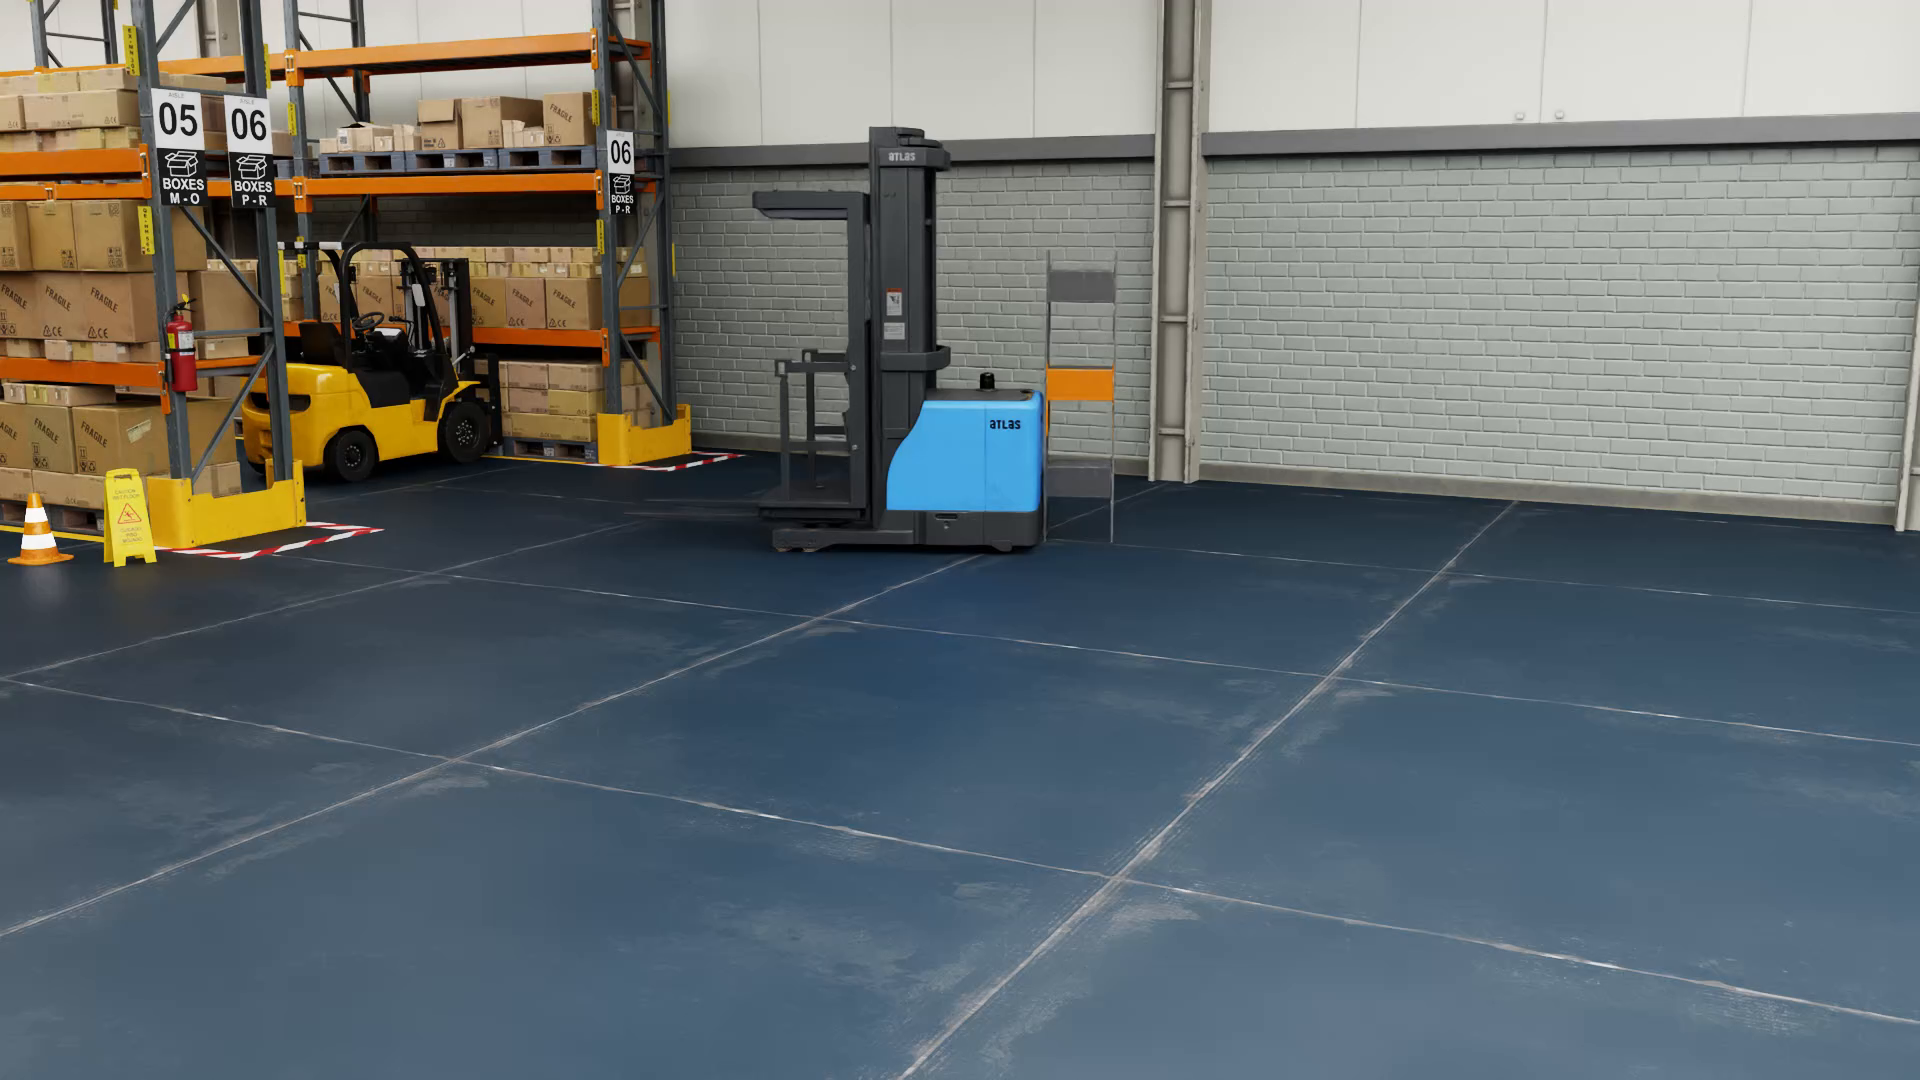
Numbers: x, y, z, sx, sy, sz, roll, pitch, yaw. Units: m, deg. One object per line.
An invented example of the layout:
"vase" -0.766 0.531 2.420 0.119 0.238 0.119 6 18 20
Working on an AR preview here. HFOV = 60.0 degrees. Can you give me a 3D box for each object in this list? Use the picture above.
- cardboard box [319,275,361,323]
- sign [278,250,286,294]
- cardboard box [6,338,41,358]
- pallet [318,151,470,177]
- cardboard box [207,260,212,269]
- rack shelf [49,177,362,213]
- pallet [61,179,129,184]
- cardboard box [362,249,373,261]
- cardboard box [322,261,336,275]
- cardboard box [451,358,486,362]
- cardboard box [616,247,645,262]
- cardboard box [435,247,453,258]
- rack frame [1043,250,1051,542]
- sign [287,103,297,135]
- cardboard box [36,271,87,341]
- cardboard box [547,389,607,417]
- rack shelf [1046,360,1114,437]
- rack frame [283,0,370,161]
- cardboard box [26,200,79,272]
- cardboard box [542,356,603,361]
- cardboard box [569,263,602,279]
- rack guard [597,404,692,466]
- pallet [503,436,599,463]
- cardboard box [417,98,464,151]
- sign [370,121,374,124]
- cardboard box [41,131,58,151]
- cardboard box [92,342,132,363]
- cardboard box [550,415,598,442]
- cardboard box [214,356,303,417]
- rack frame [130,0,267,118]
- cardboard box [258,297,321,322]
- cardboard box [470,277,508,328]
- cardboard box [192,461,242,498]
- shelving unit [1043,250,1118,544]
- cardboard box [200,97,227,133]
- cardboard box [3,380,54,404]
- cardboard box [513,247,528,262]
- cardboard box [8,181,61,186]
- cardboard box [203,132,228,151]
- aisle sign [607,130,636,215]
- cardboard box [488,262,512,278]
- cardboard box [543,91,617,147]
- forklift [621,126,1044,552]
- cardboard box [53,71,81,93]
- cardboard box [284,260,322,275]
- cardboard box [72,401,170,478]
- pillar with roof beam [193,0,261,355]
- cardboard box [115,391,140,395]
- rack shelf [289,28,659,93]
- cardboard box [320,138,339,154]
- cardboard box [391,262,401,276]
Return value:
"cardboard box" -6.493 -2.591 17.841 0.500 0.500 0.500 5 11 24
"sign" -5.142 -2.023 12.552 0.005 0.325 0.100 5 11 26
"cardboard box" -6.990 -1.471 12.642 0.250 0.149 0.380 5 11 25
"pallet" -6.000 -3.988 17.666 1.213 0.211 1.003 5 11 26
"cardboard box" -8.339 -3.074 18.690 0.250 0.149 0.380 5 11 26
"rack shelf" -8.569 -3.898 18.941 4.000 0.370 1.077 5 11 26
"pallet" -9.715 -4.277 19.548 1.003 0.211 1.213 6 12 28
"cardboard box" -6.114 -3.036 17.643 0.250 0.149 0.380 5 11 25
"cardboard box" -6.606 -2.919 17.836 0.250 0.149 0.380 5 11 25
"cardboard box" -5.108 -1.754 17.231 0.500 0.250 0.500 5 11 25
"cardboard box" -3.395 -2.878 16.774 0.250 0.149 0.380 5 11 25
"cardboard box" -5.200 -2.955 17.196 0.250 0.149 0.380 5 11 26
"rack frame" 0.635 -1.051 12.142 0.015 2.100 0.400 1 10 5
"sign" -7.007 -4.416 17.449 0.005 0.325 0.100 5 11 26
"cardboard box" -6.437 -1.744 12.330 0.500 0.500 0.500 5 11 26
"cardboard box" -3.764 -1.391 16.631 0.500 0.250 0.500 5 11 25
"rack shelf" 0.878 -1.034 12.121 0.480 0.518 0.431 1 10 5
"rack frame" -6.776 -5.570 17.739 0.127 3.000 1.000 5 11 26
"cardboard box" -6.387 -2.244 12.283 0.500 0.500 0.700 5 11 26
"cardboard box" -3.986 -1.755 17.241 0.500 0.250 0.500 5 11 26
"cardboard box" -3.624 -2.654 16.369 0.250 0.149 0.380 5 11 27
"rack guard" -3.167 -1.071 16.744 0.348 0.500 1.175 5 11 26
"pallet" -3.893 -0.984 17.076 1.213 0.211 1.003 5 11 26
"cardboard box" -5.076 -4.230 17.010 0.637 0.503 0.797 5 12 28
"sign" -6.532 -4.476 18.444 0.005 0.325 0.100 5 11 26
"cardboard box" -6.484 -2.917 12.208 0.250 0.149 0.380 5 11 26
"cardboard box" -6.088 -1.384 12.159 0.250 0.149 0.380 5 11 25
"cardboard box" -3.750 -1.143 16.665 0.500 0.250 0.500 5 11 26
"cardboard box" -7.941 -1.758 19.010 0.625 0.625 0.875 5 11 25
"rack frame" -5.382 -4.462 11.616 0.127 3.000 1.000 5 11 26
"cardboard box" -7.344 -2.542 18.276 0.500 0.250 0.500 5 12 27
"cardboard box" -4.667 -2.432 16.963 0.500 0.500 0.500 5 11 25
"cardboard box" -5.983 -0.471 12.953 0.500 0.250 0.500 5 11 25
"shelving unit" 0.878 -1.047 12.119 0.503 2.100 0.431 1 10 5
"cardboard box" -5.715 -3.141 12.324 0.500 0.250 0.500 5 11 25
"cardboard box" -7.034 -1.133 12.681 0.250 0.149 0.380 6 12 28
"cardboard box" -4.275 -2.875 16.753 0.250 0.149 0.380 5 11 26
"cardboard box" -10.931 -4.337 19.771 0.500 0.250 0.500 5 11 24
"cardboard box" -5.535 -2.940 12.336 0.250 0.149 0.380 5 11 26
"aisle sign" -3.260 -3.530 16.013 0.004 0.787 0.394 5 11 26
"cardboard box" -4.549 -2.734 16.814 0.250 0.149 0.380 5 11 24
"cardboard box" -3.694 -4.080 16.187 0.500 0.500 0.500 5 12 28
"forklift" -0.915 -1.447 11.996 3.031 2.935 1.130 1 10 5
"cardboard box" -6.267 -3.278 11.962 0.250 0.149 0.380 5 11 25
"cardboard box" -7.180 -2.978 18.160 0.250 0.149 0.380 5 12 28
"cardboard box" -6.216 -0.754 12.410 0.500 0.500 0.500 5 11 26
"pillar with roof beam" -10.700 -5.239 15.910 0.400 9.000 9.100 5 11 26
"cardboard box" -6.921 -0.923 13.345 0.500 0.500 0.500 5 12 27
"rack shelf" -4.982 -4.862 16.968 4.000 0.370 1.077 5 11 26
"cardboard box" -6.508 -4.143 17.519 0.250 0.149 0.380 5 12 27
"cardboard box" -5.705 -2.831 17.348 0.250 0.149 0.380 5 11 25
